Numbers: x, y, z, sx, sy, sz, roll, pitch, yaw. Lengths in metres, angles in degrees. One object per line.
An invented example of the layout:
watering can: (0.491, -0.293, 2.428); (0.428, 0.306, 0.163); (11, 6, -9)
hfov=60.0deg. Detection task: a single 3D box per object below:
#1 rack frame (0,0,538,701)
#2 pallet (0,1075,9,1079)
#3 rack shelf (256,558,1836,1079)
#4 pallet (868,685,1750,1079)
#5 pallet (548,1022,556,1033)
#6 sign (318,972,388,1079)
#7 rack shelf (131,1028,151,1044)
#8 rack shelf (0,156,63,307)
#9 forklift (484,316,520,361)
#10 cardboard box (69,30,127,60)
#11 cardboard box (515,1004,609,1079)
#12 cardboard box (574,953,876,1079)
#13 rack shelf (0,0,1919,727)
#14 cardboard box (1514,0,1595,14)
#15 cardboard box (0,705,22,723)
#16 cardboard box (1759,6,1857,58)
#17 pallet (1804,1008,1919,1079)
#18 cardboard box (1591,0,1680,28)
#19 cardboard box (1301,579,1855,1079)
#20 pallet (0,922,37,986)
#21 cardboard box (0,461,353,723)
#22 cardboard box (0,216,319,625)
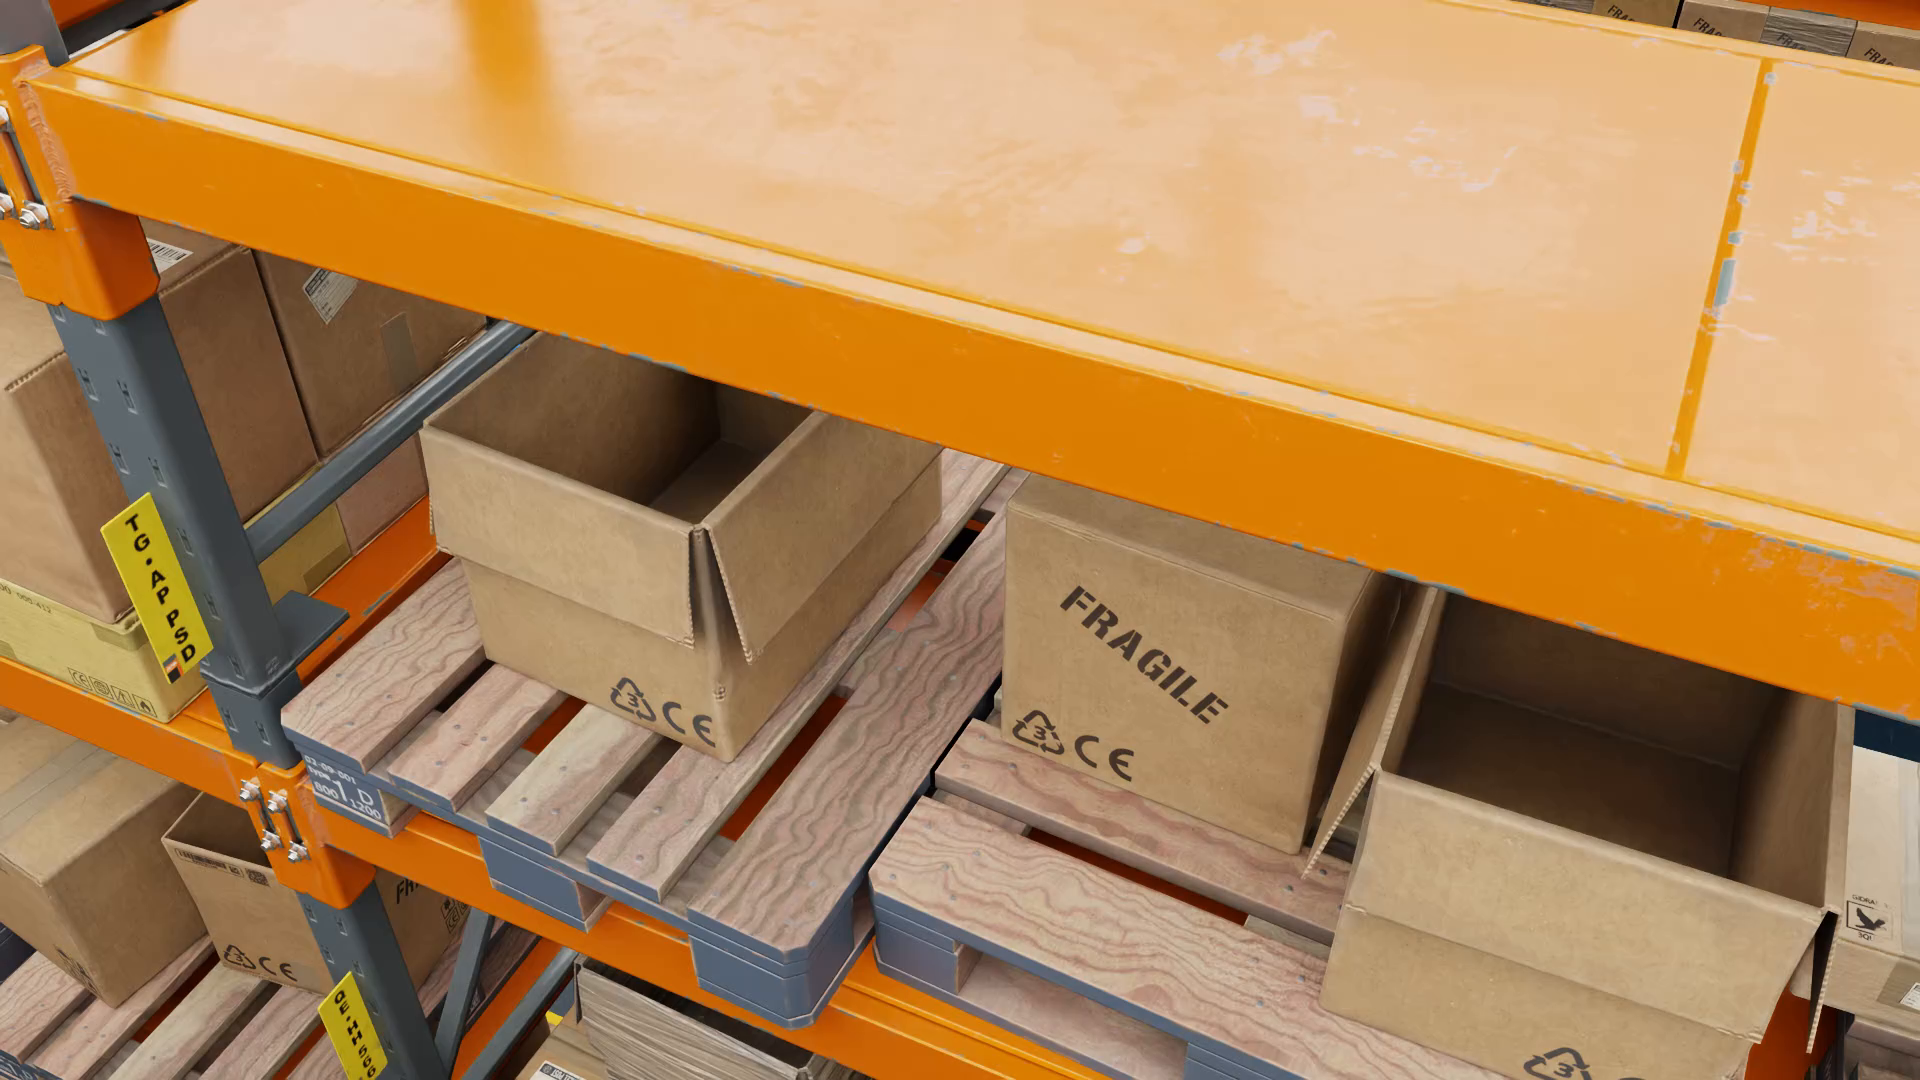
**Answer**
rack frame: (-1.002, -1.182, 2.127); (0.127, 3.000, 1.000); (17, 44, 19)
pallet: (-2.812, 1.583, 5.647); (1.213, 0.211, 1.003); (17, 44, 19)
rack shelf: (0.810, 0.777, 2.706); (4.000, 0.370, 1.077); (17, 44, 19)
pallet: (0.618, 0.478, 2.647); (1.213, 0.211, 1.003); (19, 44, 21)
pallet: (-1.710, 1.921, 5.256); (1.213, 0.211, 1.003); (17, 44, 19)
sign: (-1.223, 1.002, 3.364); (0.005, 0.325, 0.100); (17, 44, 19)
rack shelf: (-2.815, 0.803, 4.967); (4.000, 0.370, 1.077); (17, 44, 19)
rack shelf: (-2.815, -1.313, 3.133); (4.000, 0.370, 1.077); (17, 44, 19)
forklift: (-16.021, -10.736, 17.850); (37.447, 2.843, 19.219); (12, 42, 14)
cardboard box: (-1.778, -0.701, 3.404); (0.500, 0.500, 0.500); (17, 44, 19)
cardboard box: (-0.677, 1.343, 3.718); (0.500, 0.500, 0.500); (18, 44, 20)
cardboard box: (-0.347, 0.880, 3.486); (0.637, 0.503, 0.797); (18, 44, 20)
rack shelf: (0.810, -0.205, 1.855); (4.000, 0.370, 1.077); (17, 44, 19)
cardboard box: (3.958, -3.578, 11.045); (0.500, 0.500, 0.500); (15, 43, 17)
cardboard box: (-2.424, 0.382, 4.697); (0.500, 0.250, 0.500); (16, 43, 17)
cardboard box: (5.347, -3.155, 10.557); (0.500, 0.500, 0.500); (18, 44, 19)
pallet: (1.771, 0.907, 2.153); (1.217, 0.209, 0.805); (15, 43, 17)
cardboard box: (4.410, -3.436, 10.881); (0.500, 0.500, 0.500); (16, 44, 18)
cardboard box: (0.858, 0.307, 2.300); (0.637, 0.503, 0.797); (16, 44, 18)
pallet: (-2.814, 0.633, 4.759); (1.213, 0.211, 1.003); (17, 44, 19)
cardboard box: (-1.537, 0.022, 3.143); (0.500, 0.250, 0.500); (17, 44, 19)
cardboard box: (-1.541, -0.259, 2.894); (0.500, 0.500, 0.500); (18, 44, 20)
